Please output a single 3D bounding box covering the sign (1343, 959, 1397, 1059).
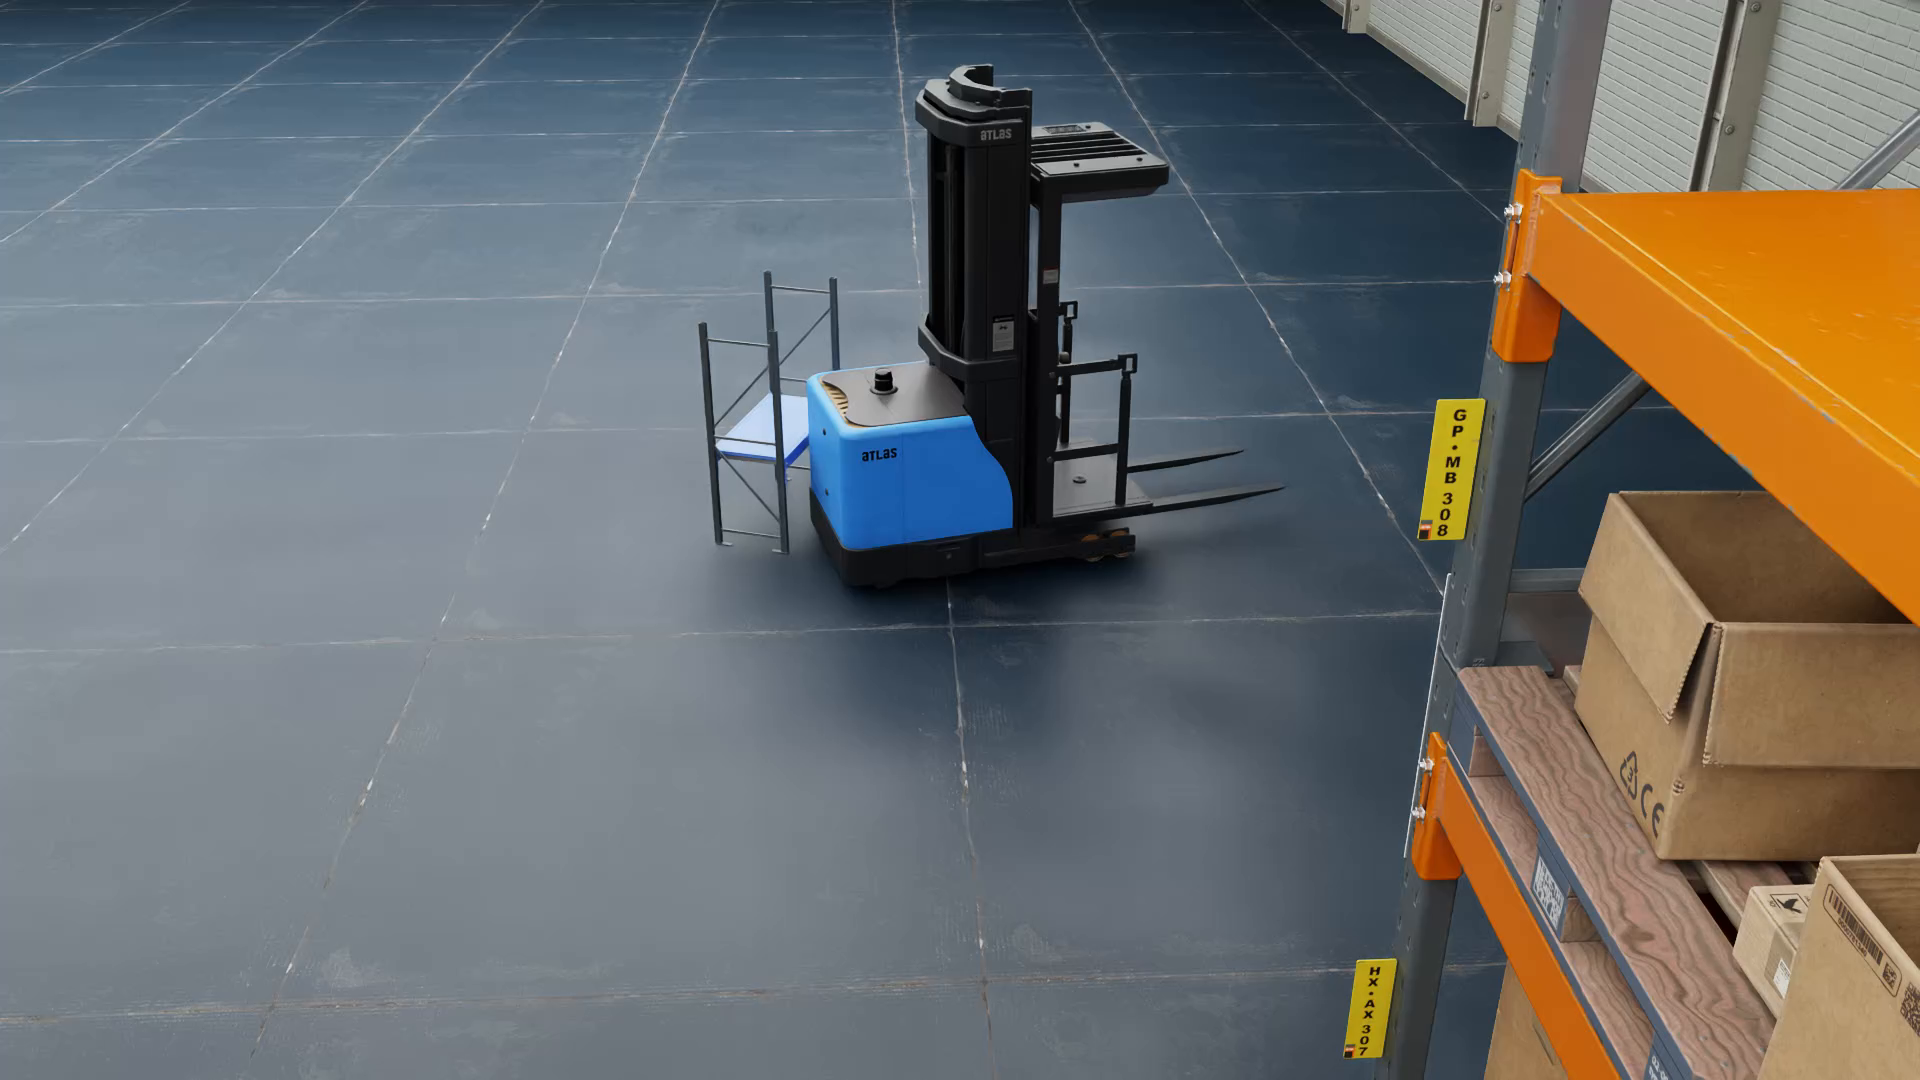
[{"bbox_3d":[1.036,1.188,4.207,0.100,0.325,0.005,-1,28,-3],"label":"sign"}]

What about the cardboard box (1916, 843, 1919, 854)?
[{"bbox_3d":[1.914,0.610,2.650,0.500,0.250,0.500,-1,28,-3],"label":"cardboard box"}]

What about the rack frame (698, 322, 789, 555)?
[{"bbox_3d":[-1.331,-0.612,10.302,0.500,1.500,0.032,8,29,15],"label":"rack frame"}]

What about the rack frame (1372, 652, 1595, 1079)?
[{"bbox_3d":[1.591,1.596,4.446,1.000,3.000,0.127,-1,28,-3],"label":"rack frame"}]

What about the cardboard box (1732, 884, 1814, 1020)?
[{"bbox_3d":[1.476,0.677,2.631,0.380,0.149,0.250,-1,28,-3],"label":"cardboard box"}]

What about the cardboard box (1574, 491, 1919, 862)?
[{"bbox_3d":[1.617,0.238,3.090,0.797,0.503,0.637,0,28,1],"label":"cardboard box"}]

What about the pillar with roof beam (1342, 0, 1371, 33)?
[{"bbox_3d":[1.886,-11.862,23.763,9.100,9.000,0.400,-1,28,-3],"label":"pillar with roof beam"}]

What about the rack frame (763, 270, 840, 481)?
[{"bbox_3d":[-1.042,-1.063,11.166,0.500,1.500,0.032,8,29,15],"label":"rack frame"}]

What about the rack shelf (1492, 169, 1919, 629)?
[{"bbox_3d":[1.695,0.356,1.547,1.077,0.370,4.000,-1,28,-3],"label":"rack shelf"}]

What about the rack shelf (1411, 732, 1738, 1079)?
[{"bbox_3d":[1.695,1.509,2.148,1.077,0.370,4.000,-1,28,-3],"label":"rack shelf"}]

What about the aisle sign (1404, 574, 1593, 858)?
[{"bbox_3d":[1.282,0.421,3.889,0.394,0.787,0.004,-1,28,-3],"label":"aisle sign"}]

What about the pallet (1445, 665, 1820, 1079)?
[{"bbox_3d":[1.602,0.633,3.145,1.003,0.211,1.213,-1,28,-3],"label":"pallet"}]

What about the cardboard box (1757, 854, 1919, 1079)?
[{"bbox_3d":[1.405,0.747,2.116,0.500,0.500,0.500,-1,28,-3],"label":"cardboard box"}]

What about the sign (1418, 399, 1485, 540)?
[{"bbox_3d":[1.036,-0.146,3.511,0.100,0.325,0.005,-1,28,-3],"label":"sign"}]

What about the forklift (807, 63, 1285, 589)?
[{"bbox_3d":[0.600,-1.387,10.241,3.031,2.935,1.130,-8,29,-16],"label":"forklift"}]

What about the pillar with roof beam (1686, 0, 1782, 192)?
[{"bbox_3d":[2.512,-6.320,13.137,9.100,9.000,0.400,-1,28,-3],"label":"pillar with roof beam"}]

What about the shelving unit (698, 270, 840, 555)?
[{"bbox_3d":[-1.187,-0.838,10.734,0.538,1.500,1.048,8,29,15],"label":"shelving unit"}]

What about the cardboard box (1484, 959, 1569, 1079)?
[{"bbox_3d":[1.605,1.217,3.662,0.700,0.500,0.500,-1,28,-2],"label":"cardboard box"}]

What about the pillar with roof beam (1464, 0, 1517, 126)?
[{"bbox_3d":[2.199,-9.091,18.450,9.100,9.000,0.400,-1,28,-3],"label":"pillar with roof beam"}]

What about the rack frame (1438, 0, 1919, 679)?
[{"bbox_3d":[1.591,-1.064,3.059,1.000,3.000,0.127,-1,28,-3],"label":"rack frame"}]

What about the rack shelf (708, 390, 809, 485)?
[{"bbox_3d":[-1.187,-0.678,10.817,0.538,0.185,1.000,8,29,15],"label":"rack shelf"}]
